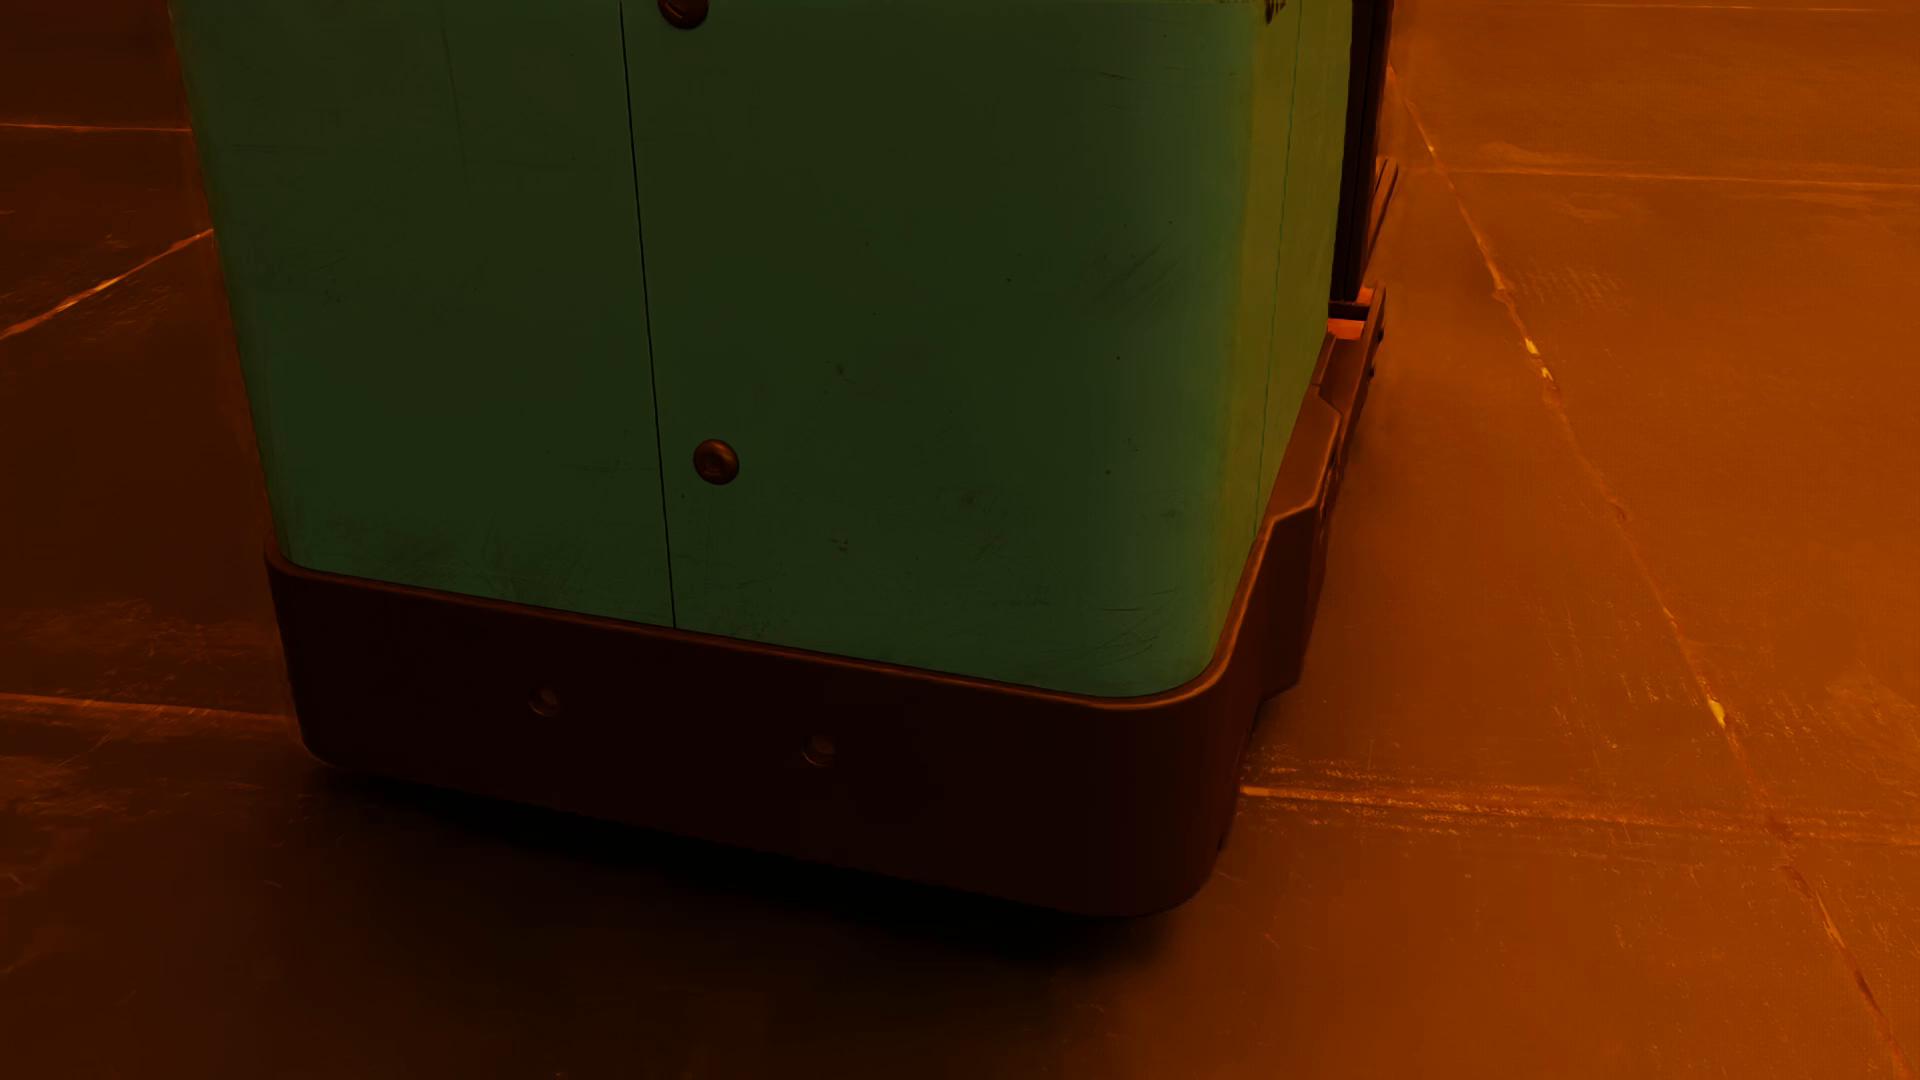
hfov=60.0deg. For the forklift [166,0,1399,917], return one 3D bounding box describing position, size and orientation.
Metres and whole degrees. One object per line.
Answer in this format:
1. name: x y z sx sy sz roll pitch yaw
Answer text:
1. forklift: 0.171 -1.585 2.393 1.130 2.935 3.031 8 28 15
